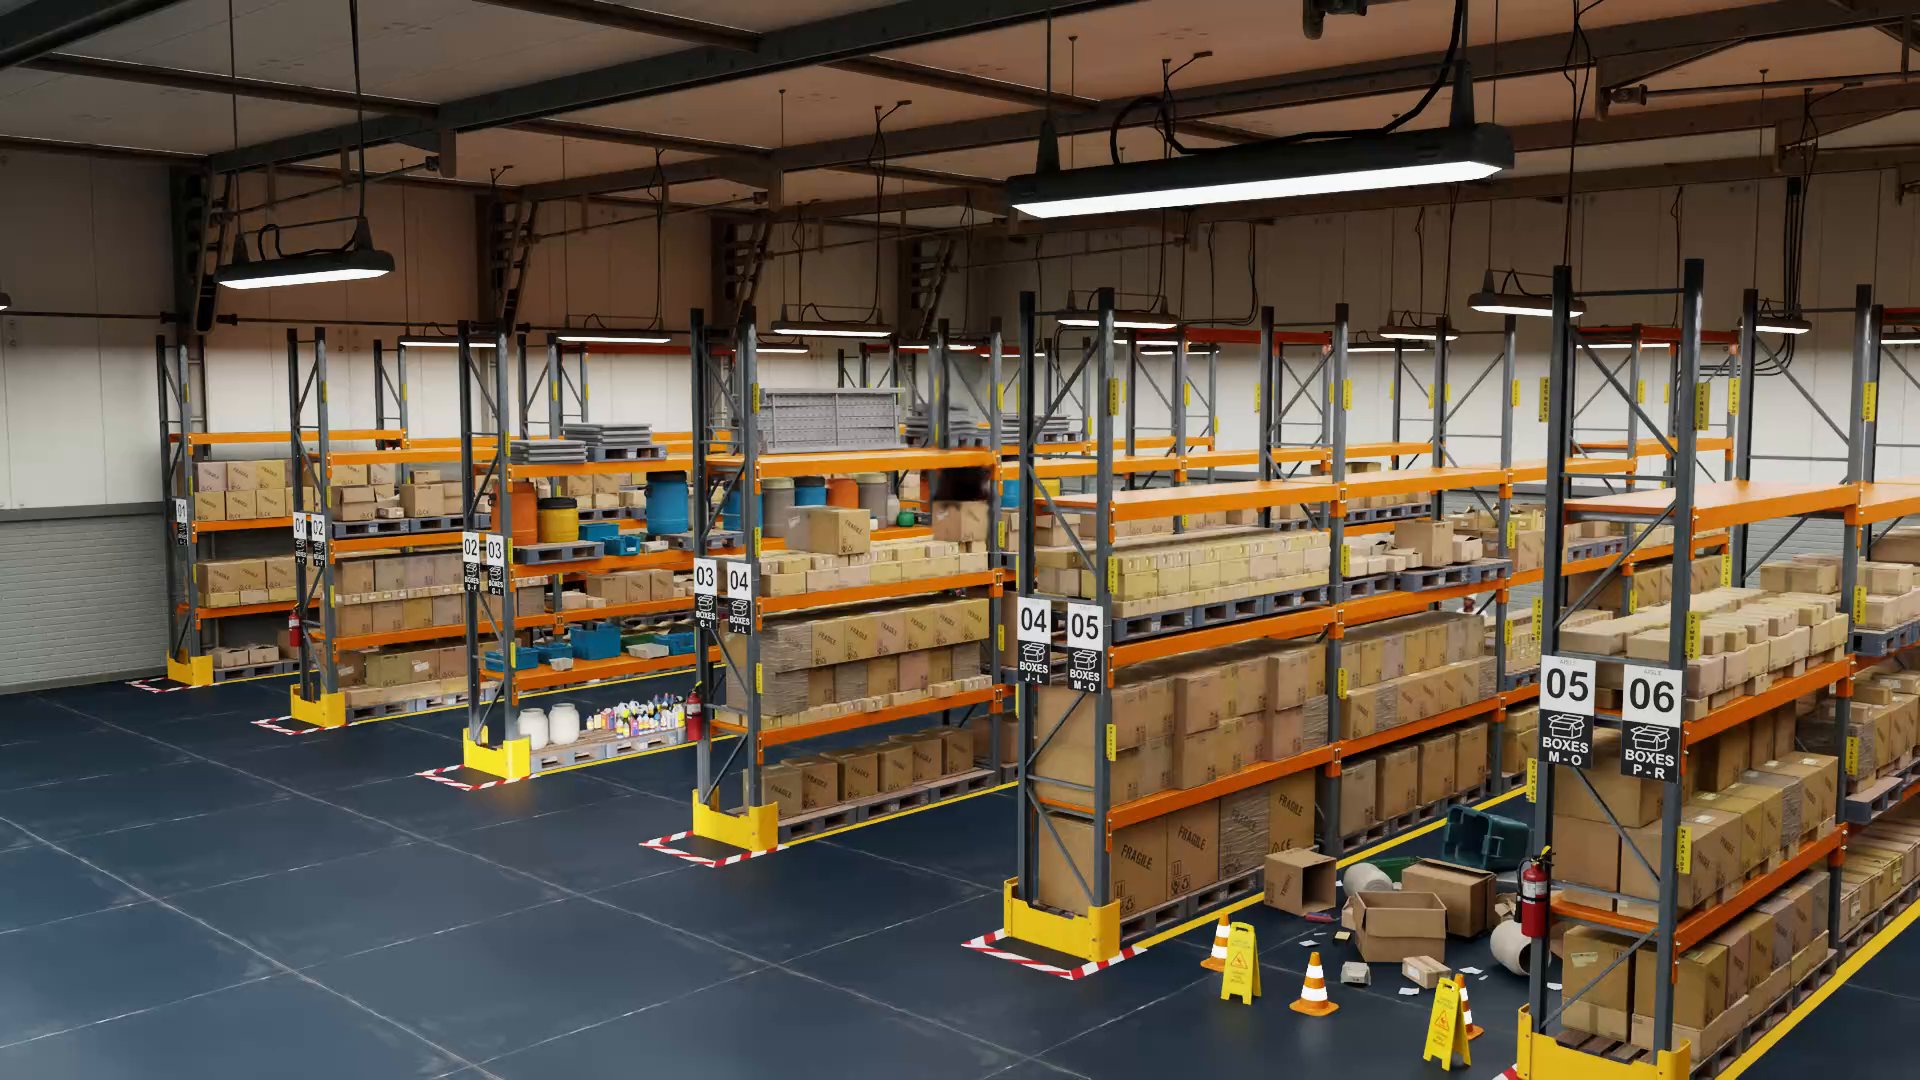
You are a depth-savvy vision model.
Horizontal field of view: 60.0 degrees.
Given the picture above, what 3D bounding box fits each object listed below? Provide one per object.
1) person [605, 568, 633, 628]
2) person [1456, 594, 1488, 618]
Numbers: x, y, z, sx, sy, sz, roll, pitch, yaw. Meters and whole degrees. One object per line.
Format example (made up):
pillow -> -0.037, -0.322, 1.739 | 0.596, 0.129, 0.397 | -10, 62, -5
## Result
person -> -6.735, 1.276, 32.702 | 0.576, 1.701, 0.730 | 4, 6, 34
person -> 8.480, 1.715, 27.710 | 0.702, 1.723, 0.598 | 5, 7, 43
